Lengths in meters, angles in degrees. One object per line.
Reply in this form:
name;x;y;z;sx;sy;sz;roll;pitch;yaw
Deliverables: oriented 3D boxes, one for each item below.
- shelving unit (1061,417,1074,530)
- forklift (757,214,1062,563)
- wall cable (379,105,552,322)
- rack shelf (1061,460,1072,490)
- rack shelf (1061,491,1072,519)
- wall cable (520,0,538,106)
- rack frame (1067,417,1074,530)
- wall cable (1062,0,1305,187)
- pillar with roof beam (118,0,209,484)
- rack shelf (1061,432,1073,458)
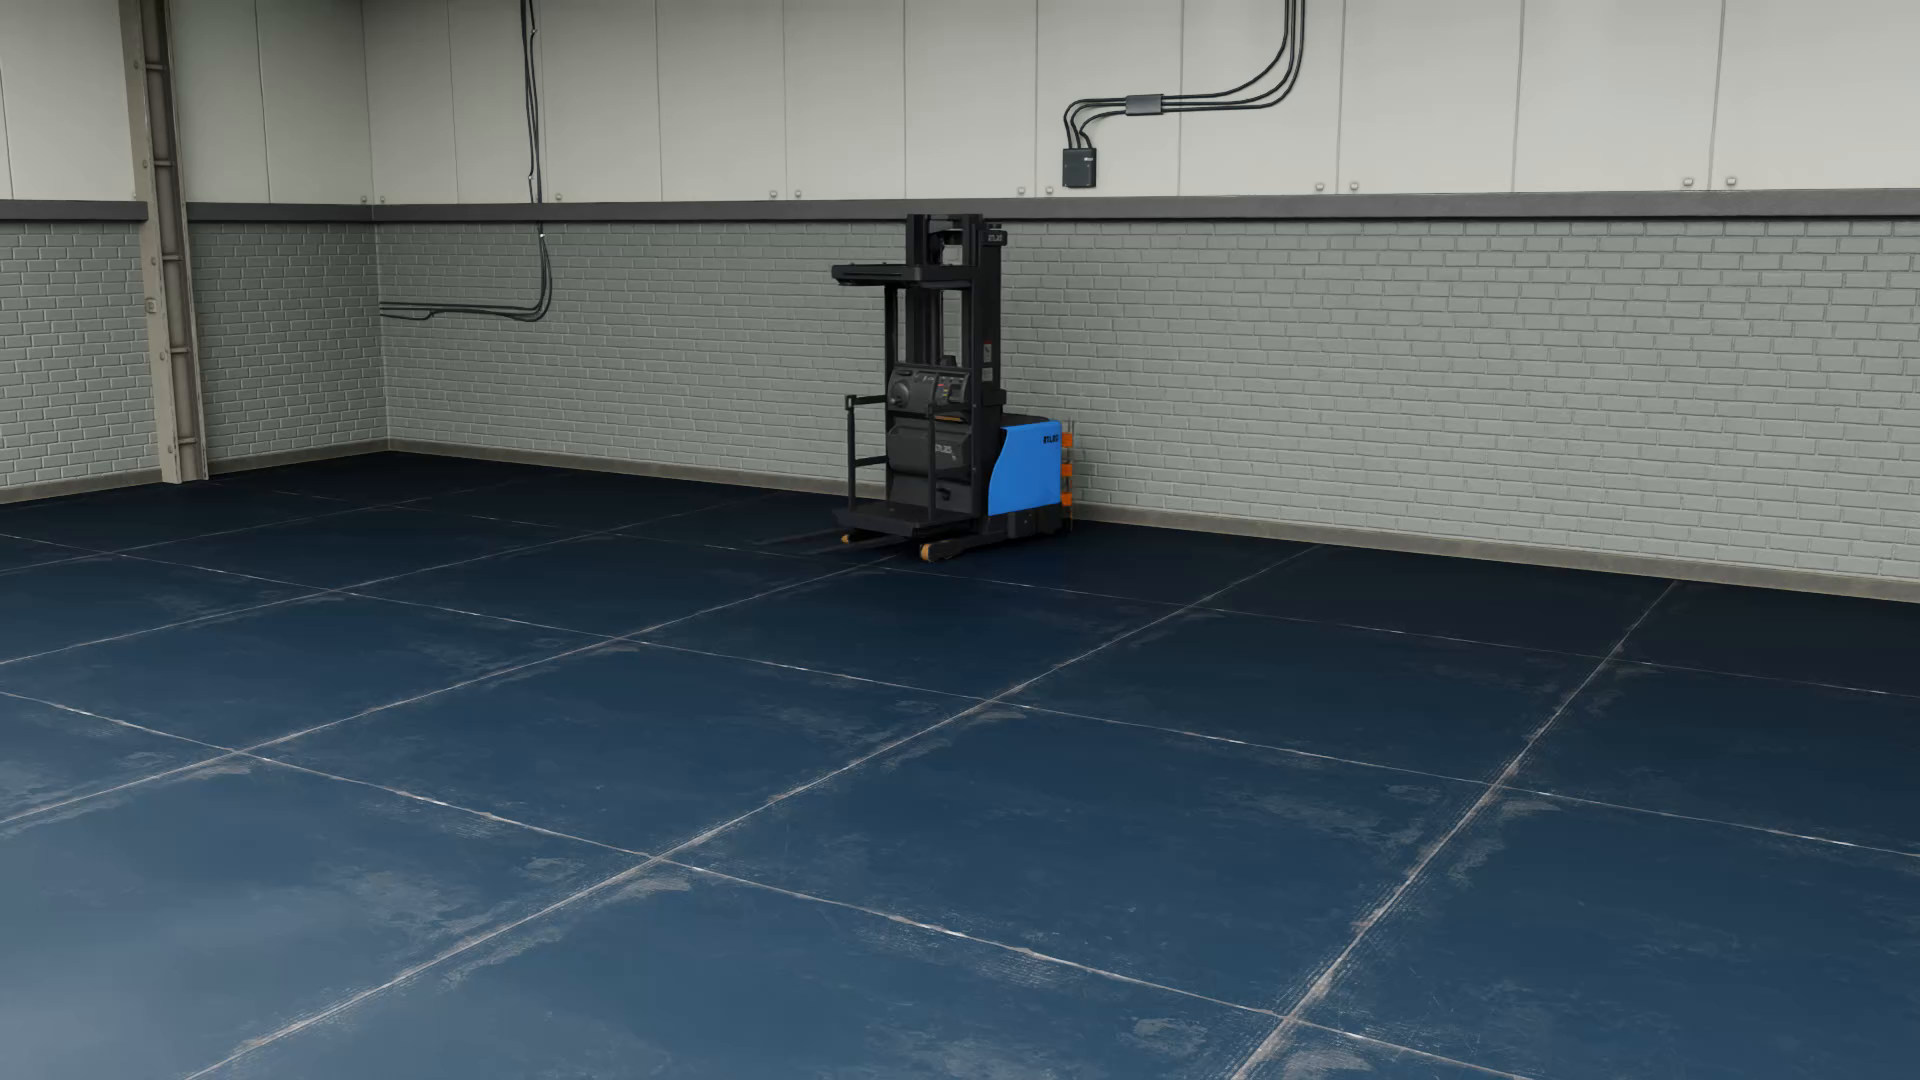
shelving unit;0.922;-0.623;15.723;0.252;1.050;0.215;-1;11;-8
forklift;-0.422;-1.352;14.509;1.130;2.935;3.031;10;14;42
wall cable;-6.131;-3.911;20.125;3.097;2.526;0.112;6;12;31
rack shelf;0.922;-0.613;15.725;0.240;0.259;0.215;-1;11;-8
rack shelf;0.921;-0.340;15.776;0.240;0.259;0.215;-1;11;-8
wall cable;-3.819;-6.135;18.280;3.097;2.526;0.112;6;12;31
rack frame;1.043;-0.626;15.741;0.008;1.050;0.200;-1;11;-8
wall cable;1.974;-6.200;14.668;2.305;6.003;0.169;6;12;31
pillar with roof beam;-5.112;-4.689;15.842;9.100;9.000;0.400;6;12;31
rack shelf;0.923;-0.892;15.673;0.240;0.259;0.215;-1;11;-8
